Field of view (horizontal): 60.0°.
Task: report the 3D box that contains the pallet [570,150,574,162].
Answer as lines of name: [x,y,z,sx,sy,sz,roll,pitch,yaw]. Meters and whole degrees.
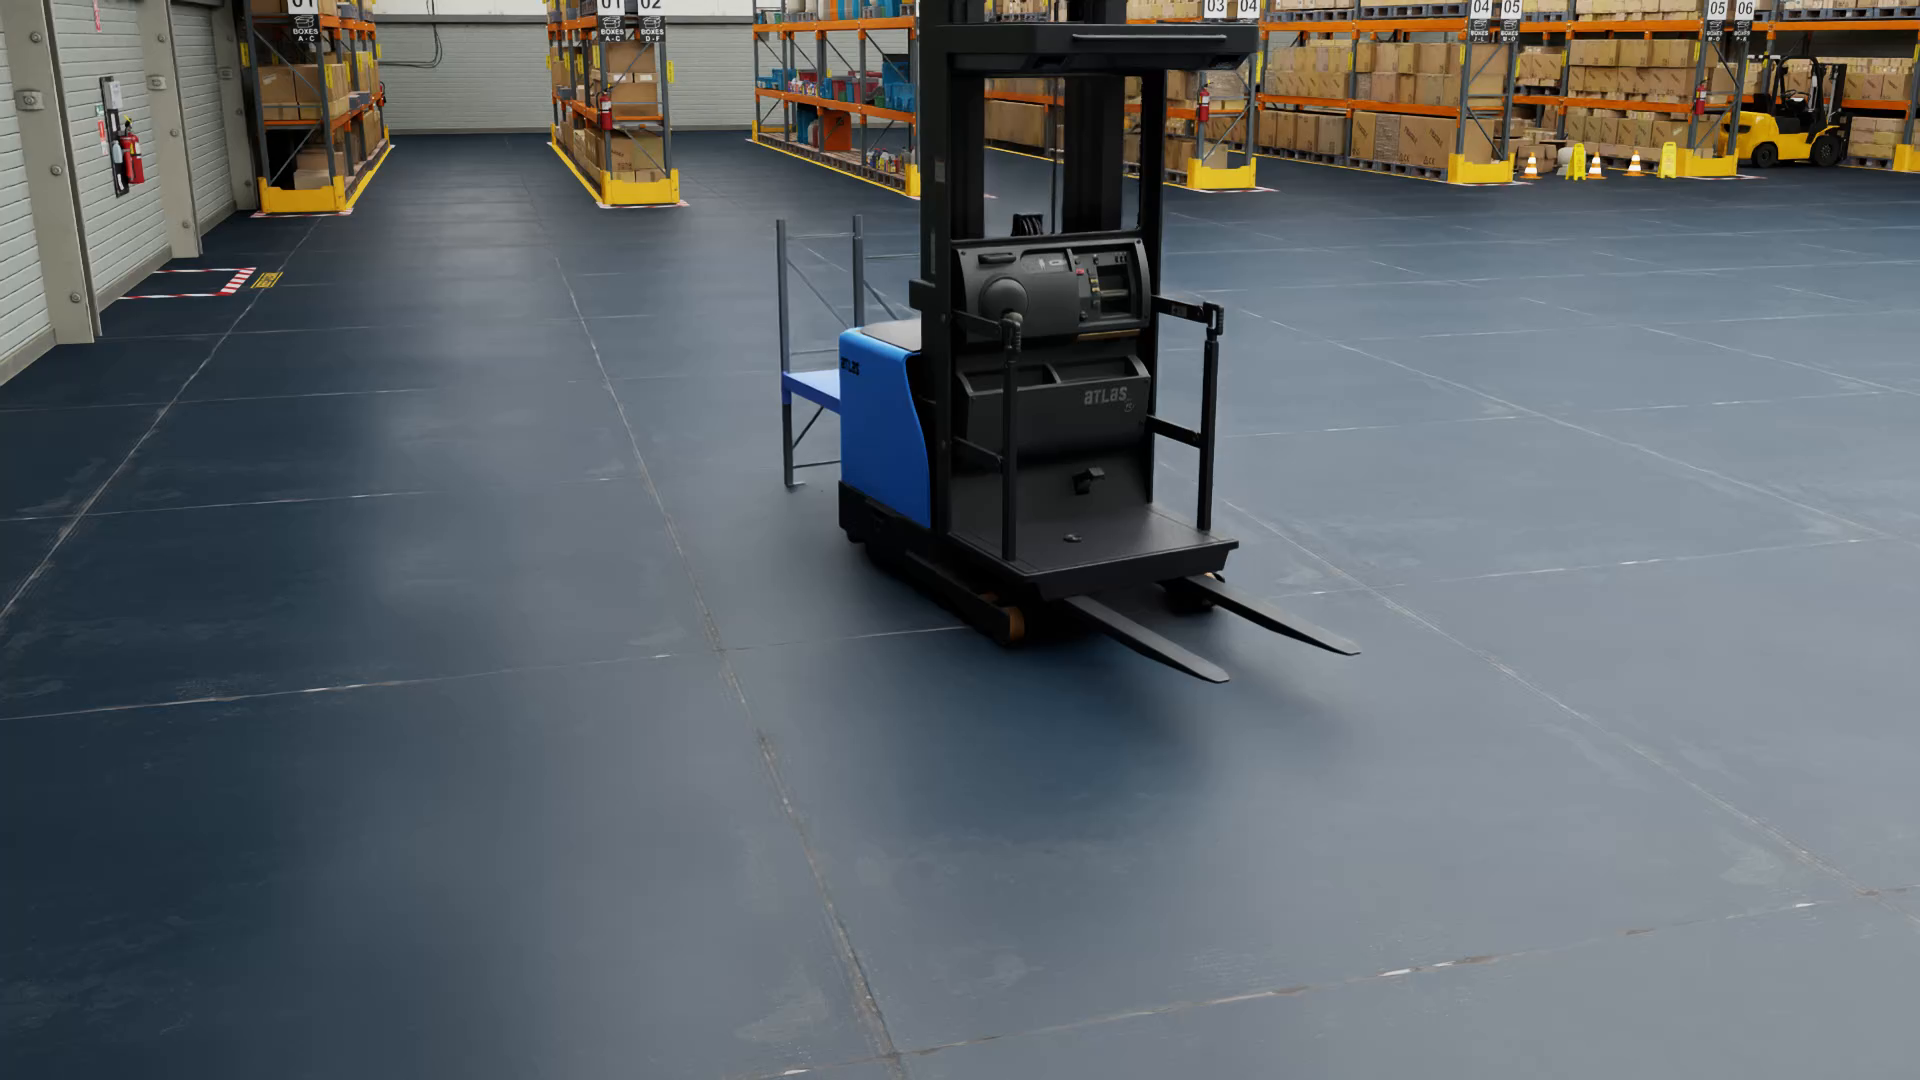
pallet: [-7.698,-8.146,35.205,1.003,0.211,1.213,-5,17,-15]

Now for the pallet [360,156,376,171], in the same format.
pallet: [-12.104,-7.431,32.825,1.003,0.211,1.213,-5,17,-15]

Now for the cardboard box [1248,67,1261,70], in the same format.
cardboard box: [6.549,-10.547,37.022,0.380,0.149,0.250,-5,18,-17]

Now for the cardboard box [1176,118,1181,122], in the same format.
cardboard box: [5.569,-10.454,41.233,0.380,0.149,0.250,-4,17,-15]

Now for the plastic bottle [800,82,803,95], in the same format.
plastic bottle: [-3.422,-9.831,36.191,0.097,0.271,0.097,0,17,0]

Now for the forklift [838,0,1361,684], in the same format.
forklift: [0.517,-1.109,7.049,1.130,2.935,3.031,-9,19,-26]

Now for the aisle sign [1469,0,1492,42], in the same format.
aisle sign: [9.054,-9.071,28.916,0.394,0.787,0.004,-5,17,-15]

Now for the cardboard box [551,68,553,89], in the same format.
cardboard box: [-9.528,-11.053,39.860,0.500,0.500,0.500,-4,17,-14]

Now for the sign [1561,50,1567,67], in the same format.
sign: [12.423,-9.904,34.198,0.100,0.325,0.005,-5,17,-15]

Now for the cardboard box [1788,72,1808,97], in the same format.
cardboard box: [17.757,-9.550,34.857,0.500,0.500,0.500,-4,17,-14]

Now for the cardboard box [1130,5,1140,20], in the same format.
cardboard box: [3.455,-9.685,30.528,0.500,0.250,0.500,-5,17,-16]

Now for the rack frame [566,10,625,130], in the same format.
rack frame: [-7.198,-8.936,32.985,1.000,3.000,0.127,-5,17,-15]

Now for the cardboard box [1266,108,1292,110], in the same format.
cardboard box: [7.168,-9.655,37.692,0.500,0.250,0.500,-6,18,-18]

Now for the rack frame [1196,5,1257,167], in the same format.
rack frame: [4.526,-7.505,28.222,1.000,3.000,0.127,-5,17,-15]

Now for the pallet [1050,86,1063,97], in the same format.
pallet: [2.626,-9.437,34.989,1.213,0.211,1.003,-5,17,-15]

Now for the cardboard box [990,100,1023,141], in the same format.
cardboard box: [1.424,-9.832,38.934,1.225,0.875,0.875,-5,17,-15]

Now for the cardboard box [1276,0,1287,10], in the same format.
cardboard box: [7.112,-11.507,35.584,0.500,0.311,0.500,-5,17,-15]

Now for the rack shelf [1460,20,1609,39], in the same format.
rack shelf: [12.406,-11.040,36.028,1.077,0.370,4.000,-5,17,-15]

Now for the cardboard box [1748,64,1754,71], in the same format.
cardboard box: [17.331,-10.294,36.205,0.380,0.149,0.250,-5,17,-16]

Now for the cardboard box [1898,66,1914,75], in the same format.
cardboard box: [18.462,-9.114,32.278,0.380,0.149,0.250,-4,17,-14]

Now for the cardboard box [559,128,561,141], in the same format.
cardboard box: [-8.933,-9.308,38.133,0.500,0.311,0.500,-5,17,-15]

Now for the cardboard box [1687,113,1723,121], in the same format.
cardboard box: [17.159,-9.419,37.991,0.875,0.625,0.625,-5,18,-18]

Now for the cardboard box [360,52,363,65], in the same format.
cardboard box: [-12.126,-9.535,32.950,0.500,0.250,0.500,-5,17,-15]

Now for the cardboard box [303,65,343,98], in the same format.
cardboard box: [-10.019,-7.205,26.148,0.500,0.500,0.500,-4,17,-14]

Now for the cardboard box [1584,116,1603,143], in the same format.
cardboard box: [13.017,-8.306,33.637,0.500,0.500,0.500,-4,17,-13]

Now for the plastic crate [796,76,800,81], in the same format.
plastic crate: [-3.776,-10.842,39.432,0.437,0.282,0.530,-5,17,-15]

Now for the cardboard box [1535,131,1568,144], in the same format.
cardboard box: [12.809,-8.482,35.314,0.950,0.372,0.625,-4,17,-15]

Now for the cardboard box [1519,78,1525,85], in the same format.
cardboard box: [12.282,-9.879,35.834,0.380,0.149,0.250,-5,17,-15]

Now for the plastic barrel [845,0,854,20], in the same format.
plastic barrel: [-1.863,-10.201,31.112,0.600,0.901,0.600,0,17,0]

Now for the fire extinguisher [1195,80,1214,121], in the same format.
fire extinguisher: [4.115,-7.400,28.007,0.296,0.674,0.183,-5,17,-15]

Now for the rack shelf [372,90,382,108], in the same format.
rack shelf: [-13.609,-9.858,37.307,1.077,0.370,4.000,-5,17,-15]

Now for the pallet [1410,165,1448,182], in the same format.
pallet: [9.028,-6.748,30.552,1.003,0.211,1.213,-5,17,-15]

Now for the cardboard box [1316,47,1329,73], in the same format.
cardboard box: [7.800,-9.921,34.354,0.700,0.500,0.500,-5,17,-15]

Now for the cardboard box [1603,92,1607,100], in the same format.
cardboard box: [13.093,-8.883,33.246,0.380,0.149,0.250,-5,17,-16]

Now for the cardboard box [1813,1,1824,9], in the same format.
cardboard box: [17.770,-10.993,34.153,0.380,0.149,0.250,-4,17,-14]

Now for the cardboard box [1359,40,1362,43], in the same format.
cardboard box: [10.339,-12.656,42.333,0.380,0.149,0.250,-5,17,-15]

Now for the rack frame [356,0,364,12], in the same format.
rack frame: [-13.059,-12.522,34.498,1.000,3.000,0.127,-5,17,-15]

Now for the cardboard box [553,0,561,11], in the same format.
cardboard box: [-8.692,-11.759,36.563,0.500,0.250,0.500,-5,17,-15]

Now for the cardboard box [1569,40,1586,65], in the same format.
cardboard box: [12.868,-9.925,33.851,0.700,0.500,0.500,-5,17,-16]

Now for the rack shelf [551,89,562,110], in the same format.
rack shelf: [-8.847,-10.251,38.614,1.077,0.370,4.000,-5,17,-15]

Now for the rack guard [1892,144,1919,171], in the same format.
rack guard: [18.833,-7.478,32.478,1.175,0.500,0.348,-5,17,-15]

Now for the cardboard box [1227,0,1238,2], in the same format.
cardboard box: [4.673,-9.155,28.069,0.380,0.149,0.250,-5,17,-16]

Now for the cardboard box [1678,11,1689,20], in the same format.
cardboard box: [13.588,-9.747,30.911,0.380,0.149,0.250,-5,17,-15]

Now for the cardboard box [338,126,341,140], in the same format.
cardboard box: [-11.350,-7.277,29.739,0.500,0.250,0.500,-5,17,-17]

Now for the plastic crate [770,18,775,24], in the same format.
plastic crate: [-4.249,-12.065,38.646,0.293,0.136,0.466,-5,17,-15]

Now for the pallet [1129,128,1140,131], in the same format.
pallet: [5.136,-10.711,43.742,1.003,0.211,1.213,-5,17,-15]

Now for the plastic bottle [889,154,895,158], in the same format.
plastic bottle: [-1.208,-6.719,29.575,0.152,0.276,0.135,-5,17,-15]

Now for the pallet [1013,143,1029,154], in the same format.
pallet: [1.852,-8.943,37.857,1.003,0.211,1.213,-5,17,-15]

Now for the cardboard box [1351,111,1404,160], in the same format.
cardboard box: [8.330,-7.980,32.766,0.875,0.875,0.875,-4,17,-14]

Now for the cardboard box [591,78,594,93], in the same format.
cardboard box: [-6.577,-8.375,30.945,0.500,0.500,0.500,-5,17,-15]

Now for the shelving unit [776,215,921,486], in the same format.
shelving unit: [-0.538,-0.932,8.947,0.538,1.500,1.048,-9,19,-26]

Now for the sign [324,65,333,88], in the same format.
sign: [-9.240,-6.788,24.330,0.100,0.325,0.005,-5,17,-15]

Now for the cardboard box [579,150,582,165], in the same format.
cardboard box: [-6.908,-7.228,31.349,0.500,0.250,0.500,-4,17,-14]
